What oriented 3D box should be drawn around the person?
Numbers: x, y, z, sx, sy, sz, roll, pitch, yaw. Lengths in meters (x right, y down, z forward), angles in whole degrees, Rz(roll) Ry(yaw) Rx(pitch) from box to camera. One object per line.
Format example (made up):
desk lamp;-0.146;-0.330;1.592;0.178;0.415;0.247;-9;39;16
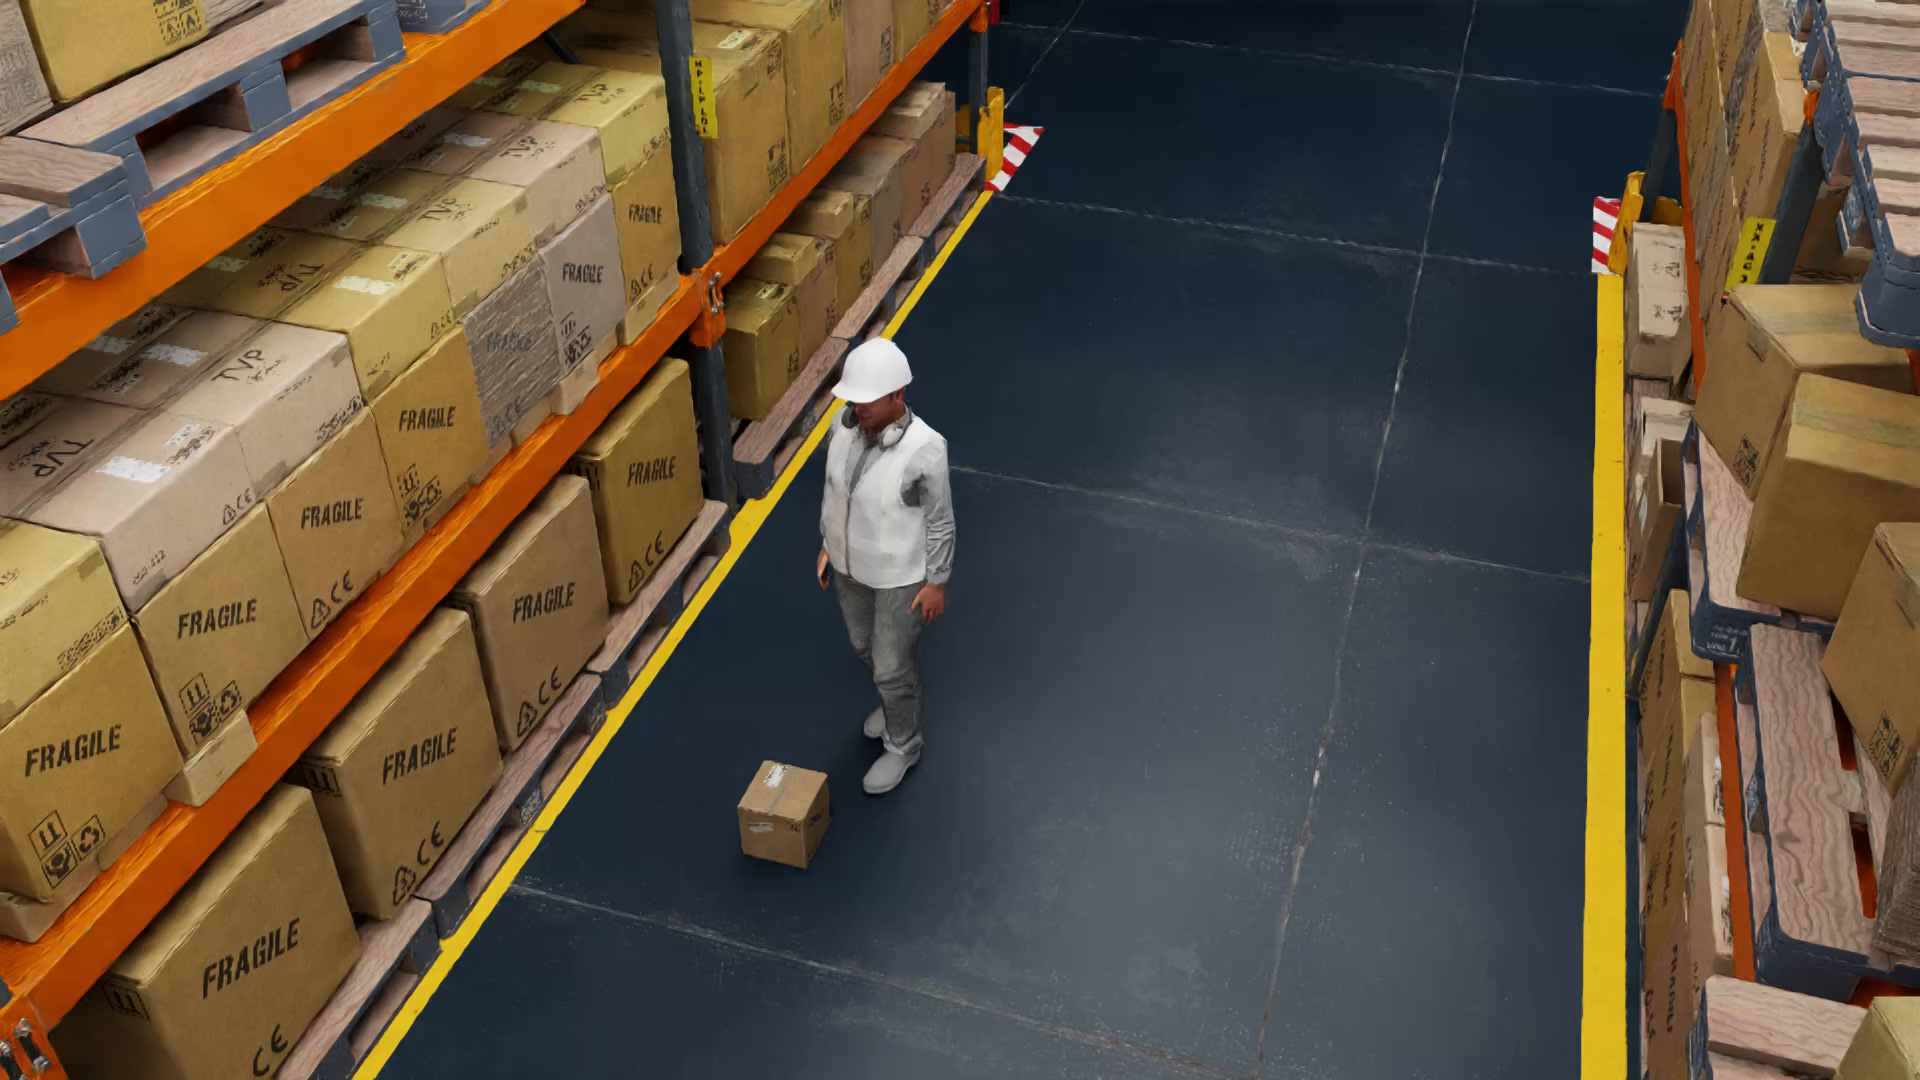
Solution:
person;-0.287;0.083;6.001;0.557;1.775;0.530;27;44;31
